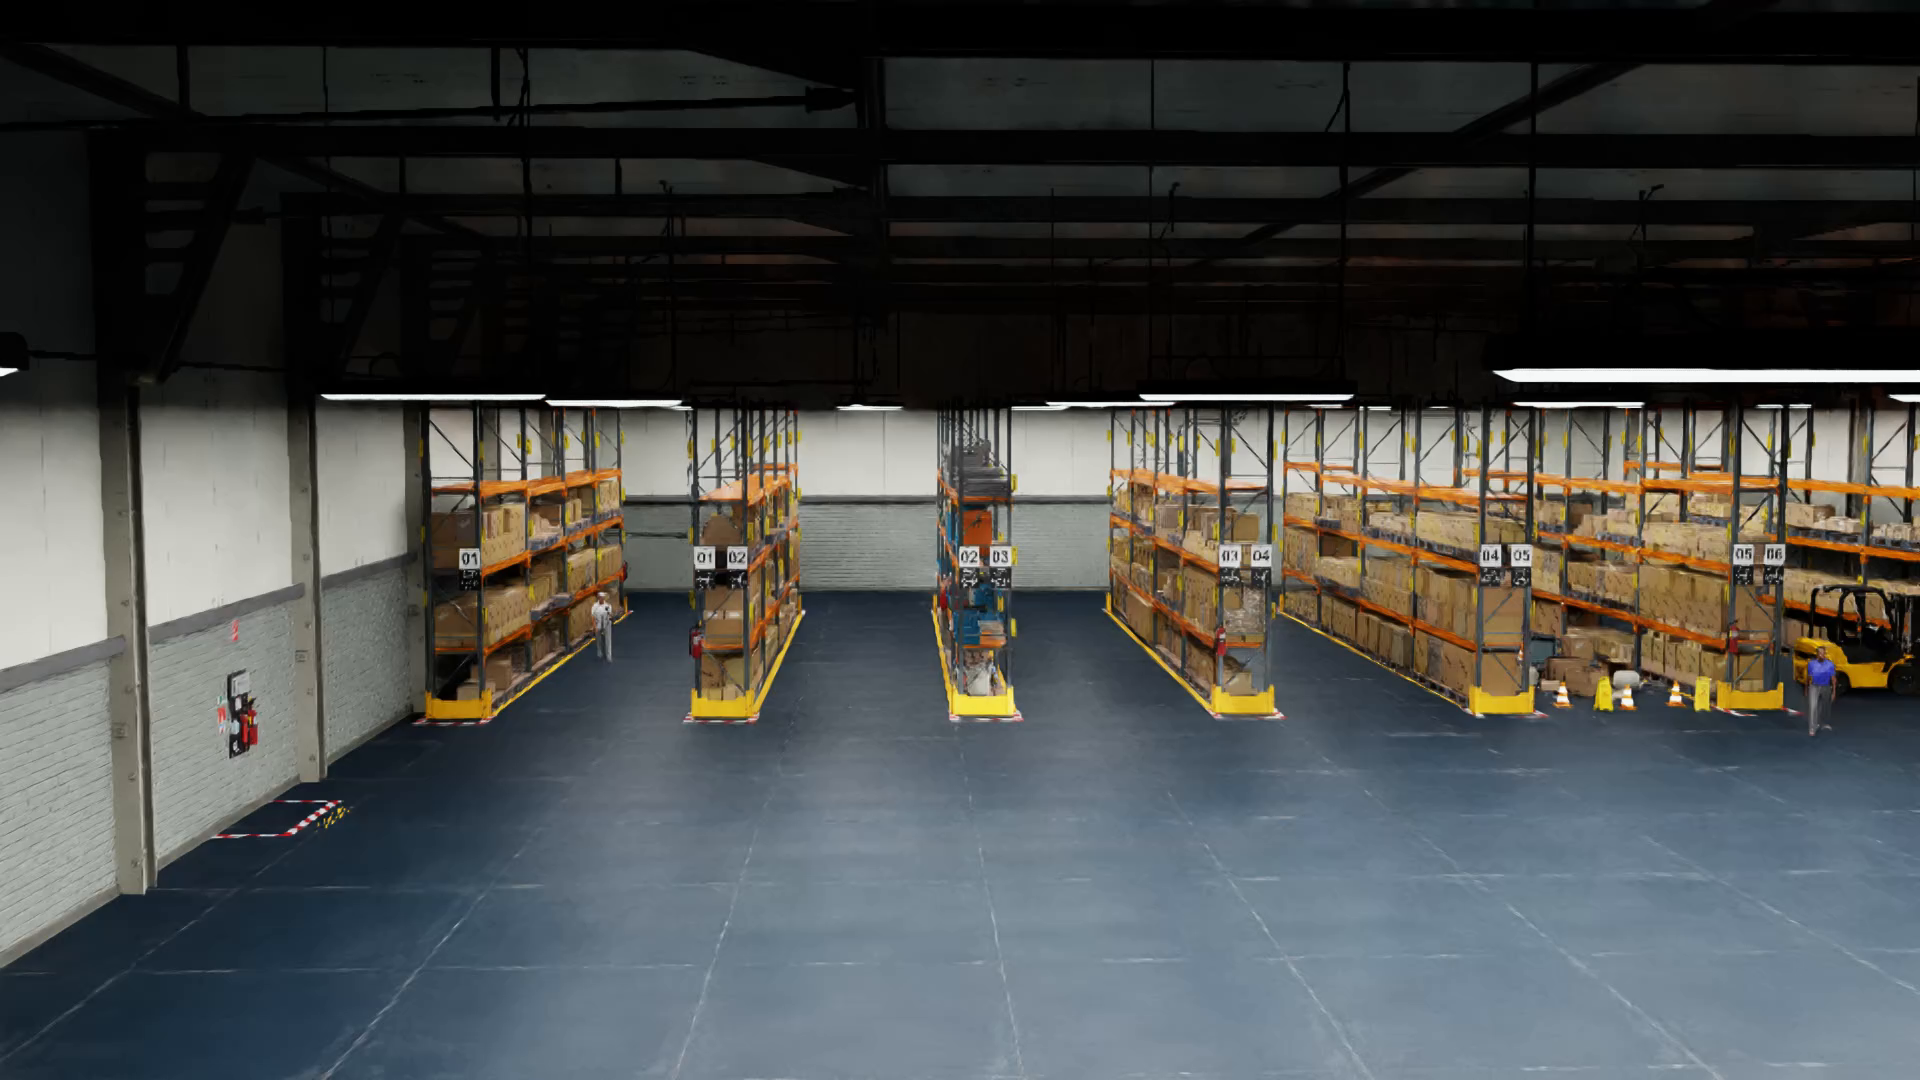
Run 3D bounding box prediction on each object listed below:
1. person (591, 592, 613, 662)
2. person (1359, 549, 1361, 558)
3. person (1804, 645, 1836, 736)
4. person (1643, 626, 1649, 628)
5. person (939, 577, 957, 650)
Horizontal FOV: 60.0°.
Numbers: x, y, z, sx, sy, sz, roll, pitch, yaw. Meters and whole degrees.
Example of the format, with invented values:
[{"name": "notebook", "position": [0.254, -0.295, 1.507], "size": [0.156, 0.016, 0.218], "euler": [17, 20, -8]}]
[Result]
[{"name": "person", "position": [-8.192, 1.973, 38.061], "size": [0.490, 1.598, 0.999], "euler": [-1, 4, -10]}, {"name": "person", "position": [11.899, 1.078, 49.359], "size": [0.461, 1.654, 0.629], "euler": [-3, 5, -32]}, {"name": "person", "position": [15.270, 2.645, 29.505], "size": [0.505, 1.592, 0.933], "euler": [1, 5, 19]}, {"name": "person", "position": [18.278, 1.528, 43.680], "size": [0.540, 1.626, 0.591], "euler": [1, 5, 16]}, {"name": "person", "position": [-0.220, 1.702, 38.489], "size": [0.596, 1.712, 0.452], "euler": [4, 6, 42]}]
